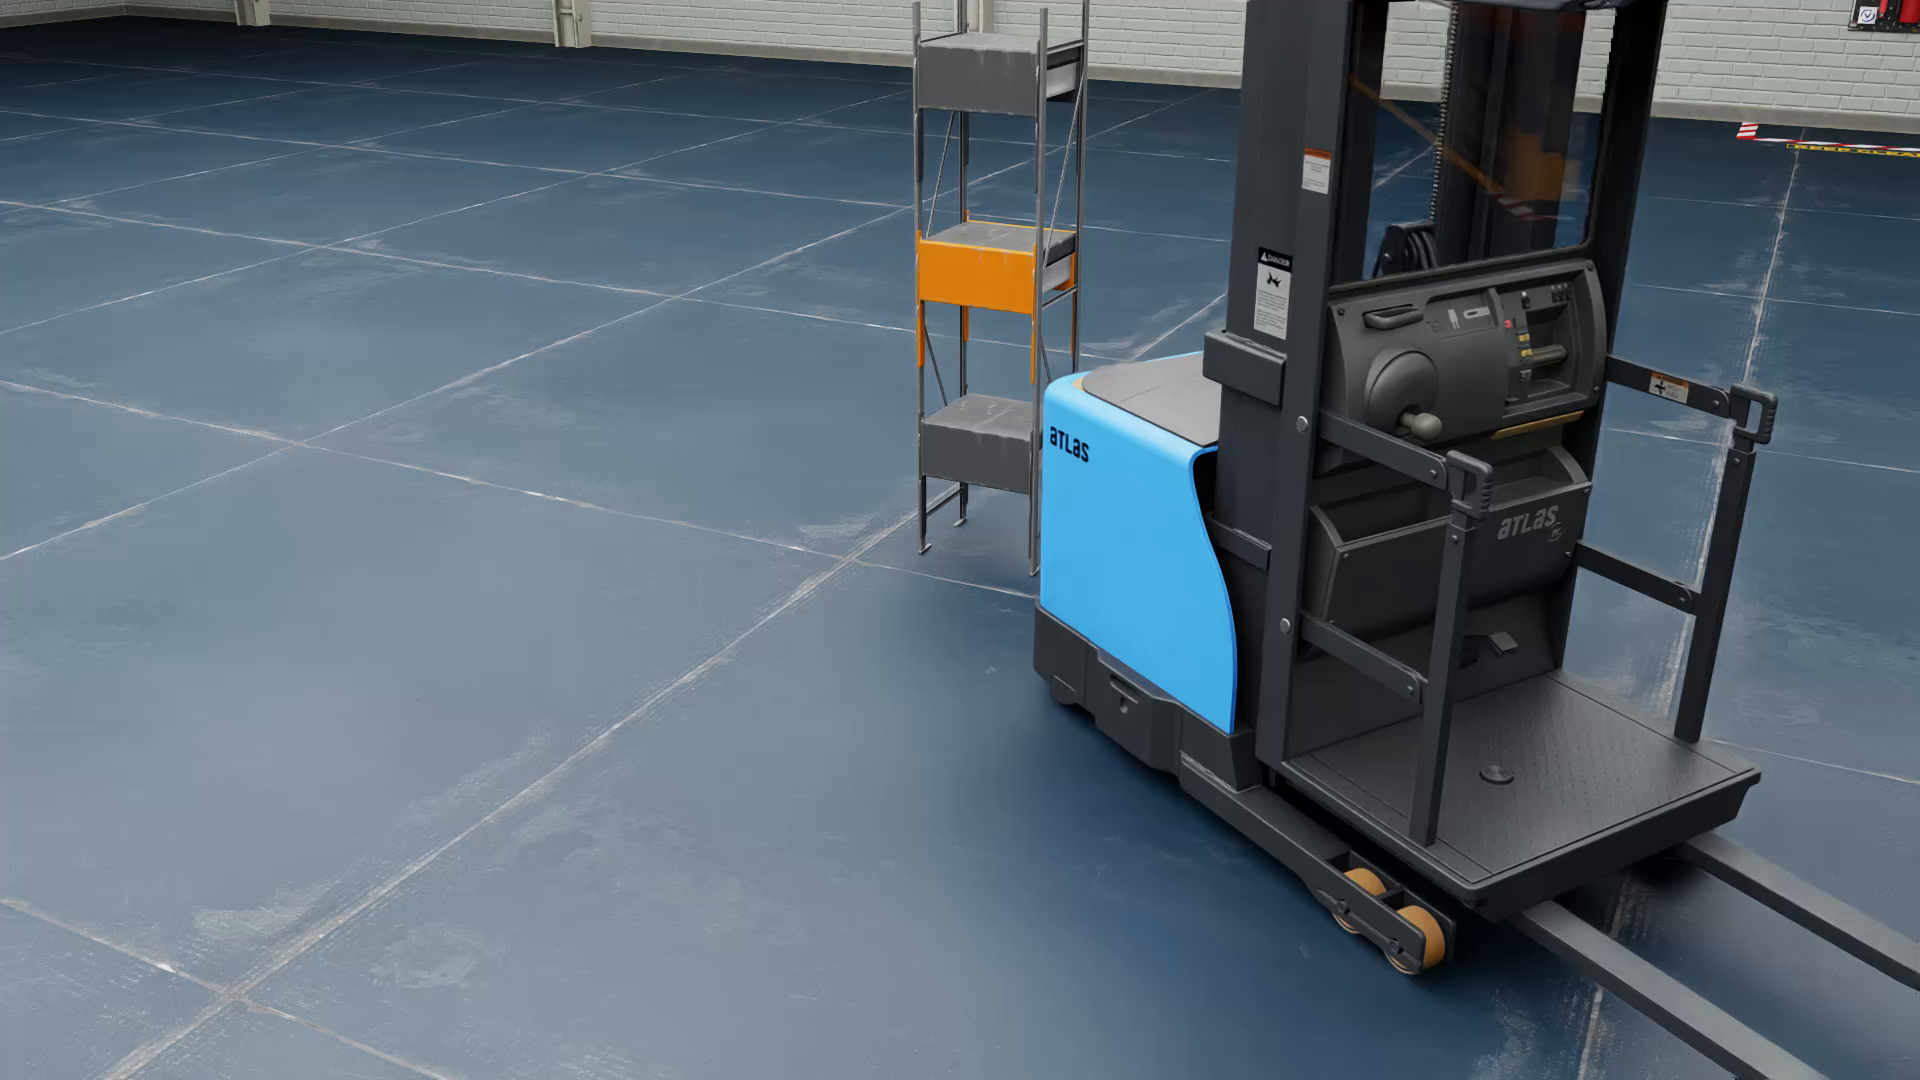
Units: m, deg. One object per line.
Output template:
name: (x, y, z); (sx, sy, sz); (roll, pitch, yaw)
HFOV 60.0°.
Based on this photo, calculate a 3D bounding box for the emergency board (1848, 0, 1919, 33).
emergency board: (8.684, -5.297, 15.374); (0.643, 1.169, 0.194); (11, 25, 25)

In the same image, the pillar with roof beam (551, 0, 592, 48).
pillar with roof beam: (-7.134, -9.283, 17.081); (0.400, 9.000, 9.100); (11, 25, 25)

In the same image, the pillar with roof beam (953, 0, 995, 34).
pillar with roof beam: (-1.779, -8.224, 14.589); (0.400, 9.000, 9.100); (11, 25, 25)

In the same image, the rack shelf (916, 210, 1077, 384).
rack shelf: (0.148, -0.924, 6.276); (0.480, 0.518, 0.431); (11, 25, 25)

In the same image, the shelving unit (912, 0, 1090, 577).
shelving unit: (0.148, -0.937, 6.270); (0.503, 2.100, 0.431); (11, 25, 25)

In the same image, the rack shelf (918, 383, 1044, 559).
rack shelf: (0.148, -0.280, 6.550); (0.480, 0.518, 0.431); (11, 25, 25)

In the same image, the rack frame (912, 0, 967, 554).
rack frame: (-0.070, -0.980, 6.372); (0.015, 2.100, 0.400); (11, 25, 25)

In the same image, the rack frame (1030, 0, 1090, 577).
rack frame: (0.365, -0.894, 6.169); (0.015, 2.100, 0.400); (11, 25, 25)

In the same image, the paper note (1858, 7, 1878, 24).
paper note: (8.557, -4.947, 15.676); (0.142, 0.148, 0.016); (11, 25, 25)

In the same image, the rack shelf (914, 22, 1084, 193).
rack shelf: (0.148, -1.569, 6.002); (0.480, 0.518, 0.431); (11, 25, 25)

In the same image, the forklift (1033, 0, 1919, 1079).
forklift: (1.426, -0.464, 4.097); (1.130, 2.935, 3.031); (-13, 26, -28)

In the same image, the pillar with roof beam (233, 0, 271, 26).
pillar with roof beam: (-12.488, -10.343, 19.572); (0.400, 9.000, 9.100); (11, 25, 25)
